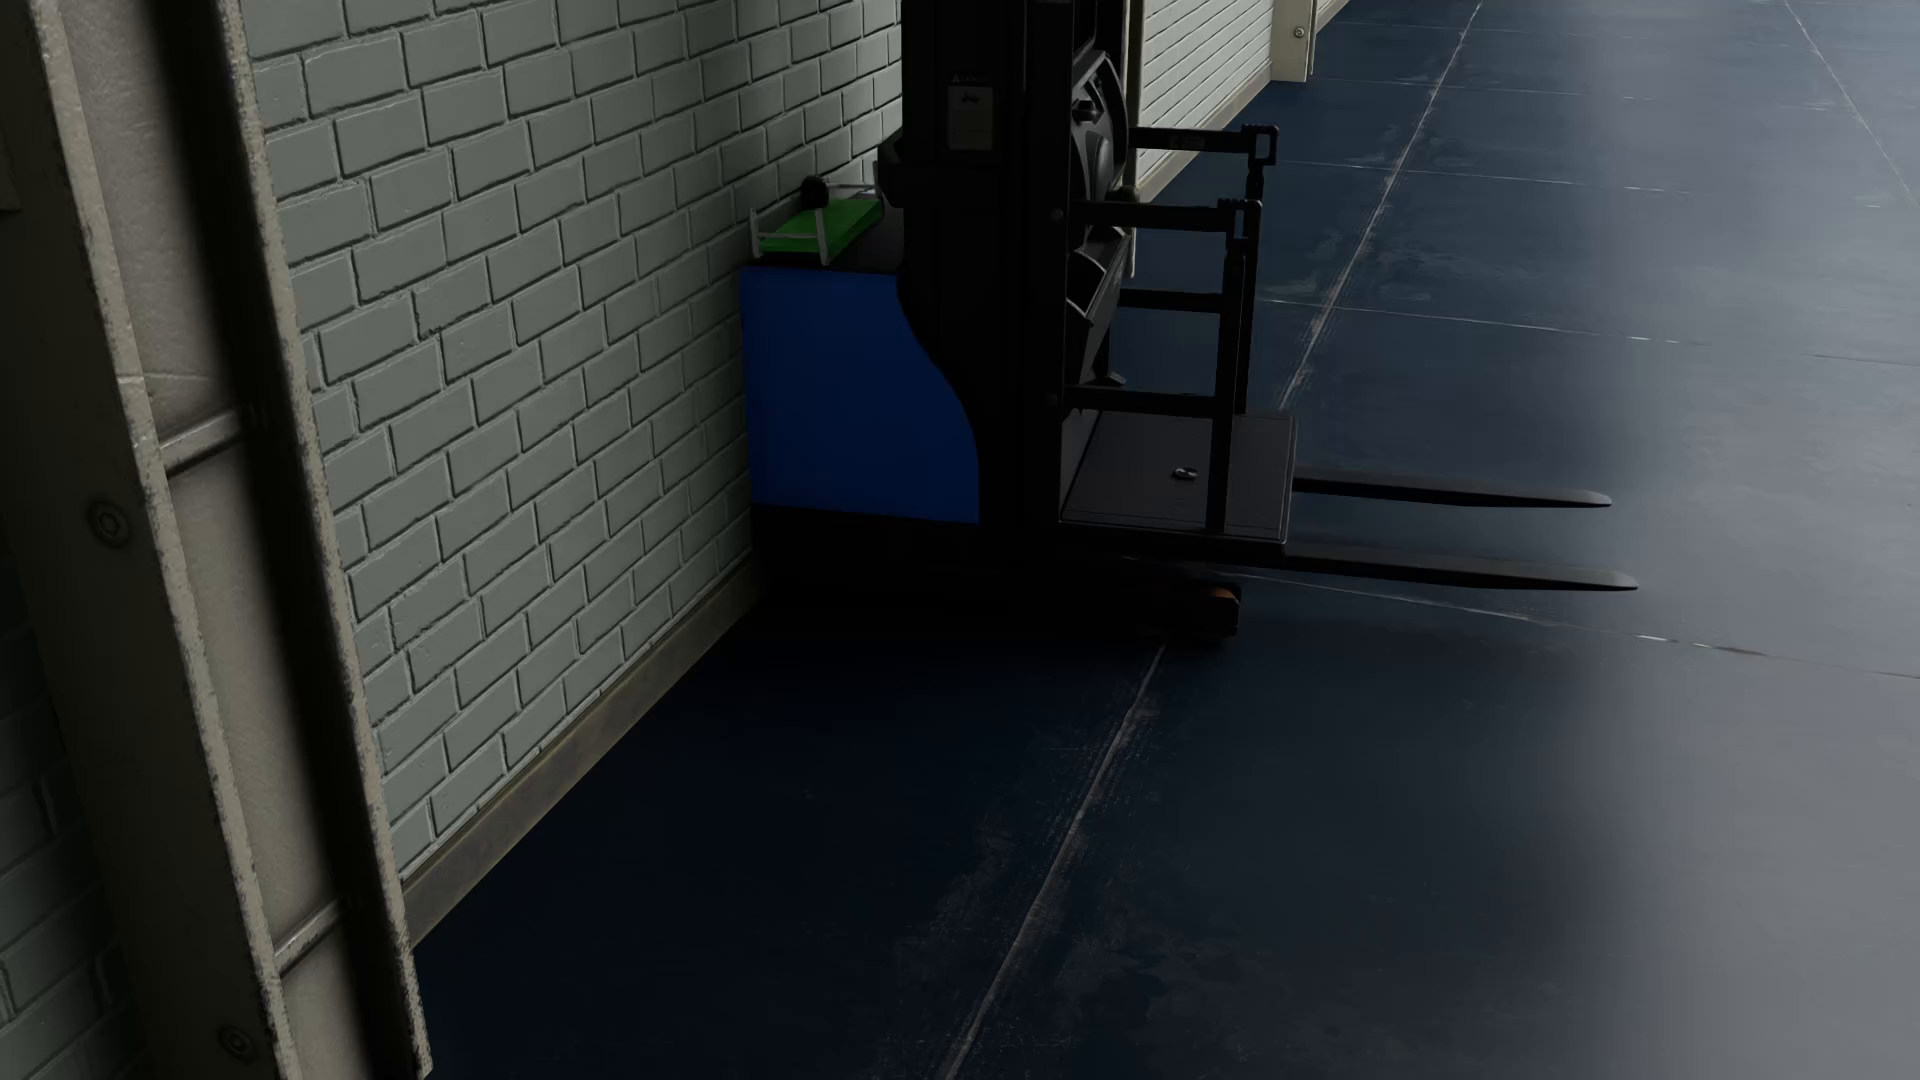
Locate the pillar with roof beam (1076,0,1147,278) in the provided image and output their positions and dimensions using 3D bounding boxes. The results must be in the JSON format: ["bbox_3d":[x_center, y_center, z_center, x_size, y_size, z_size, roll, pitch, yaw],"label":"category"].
[{"bbox_3d":[4.747,-4.734,5.201,9.100,9.000,0.400,9,27,17],"label":"pillar with roof beam"}]

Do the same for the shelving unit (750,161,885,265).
[{"bbox_3d":[-0.398,-0.573,5.414,0.258,1.200,0.503,5,30,18],"label":"shelving unit"}]

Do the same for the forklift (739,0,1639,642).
[{"bbox_3d":[0.612,-1.260,4.990,3.031,2.935,1.130,5,26,11],"label":"forklift"}]

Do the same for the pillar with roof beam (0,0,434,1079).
[{"bbox_3d":[2.751,-2.268,0.108,9.100,9.000,0.400,9,27,17],"label":"pillar with roof beam"}]

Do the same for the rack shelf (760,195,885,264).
[{"bbox_3d":[-0.431,-0.937,5.216,0.258,0.148,0.480,5,30,18],"label":"rack shelf"}]

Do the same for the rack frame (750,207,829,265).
[{"bbox_3d":[-0.472,-0.457,5.213,0.240,1.200,0.015,5,30,18],"label":"rack frame"}]

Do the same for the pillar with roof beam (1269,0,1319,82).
[{"bbox_3d":[6.744,-7.200,10.293,9.100,9.000,0.400,9,27,17],"label":"pillar with roof beam"}]

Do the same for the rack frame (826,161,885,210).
[{"bbox_3d":[-0.324,-0.690,5.616,0.240,1.200,0.015,5,30,18],"label":"rack frame"}]
